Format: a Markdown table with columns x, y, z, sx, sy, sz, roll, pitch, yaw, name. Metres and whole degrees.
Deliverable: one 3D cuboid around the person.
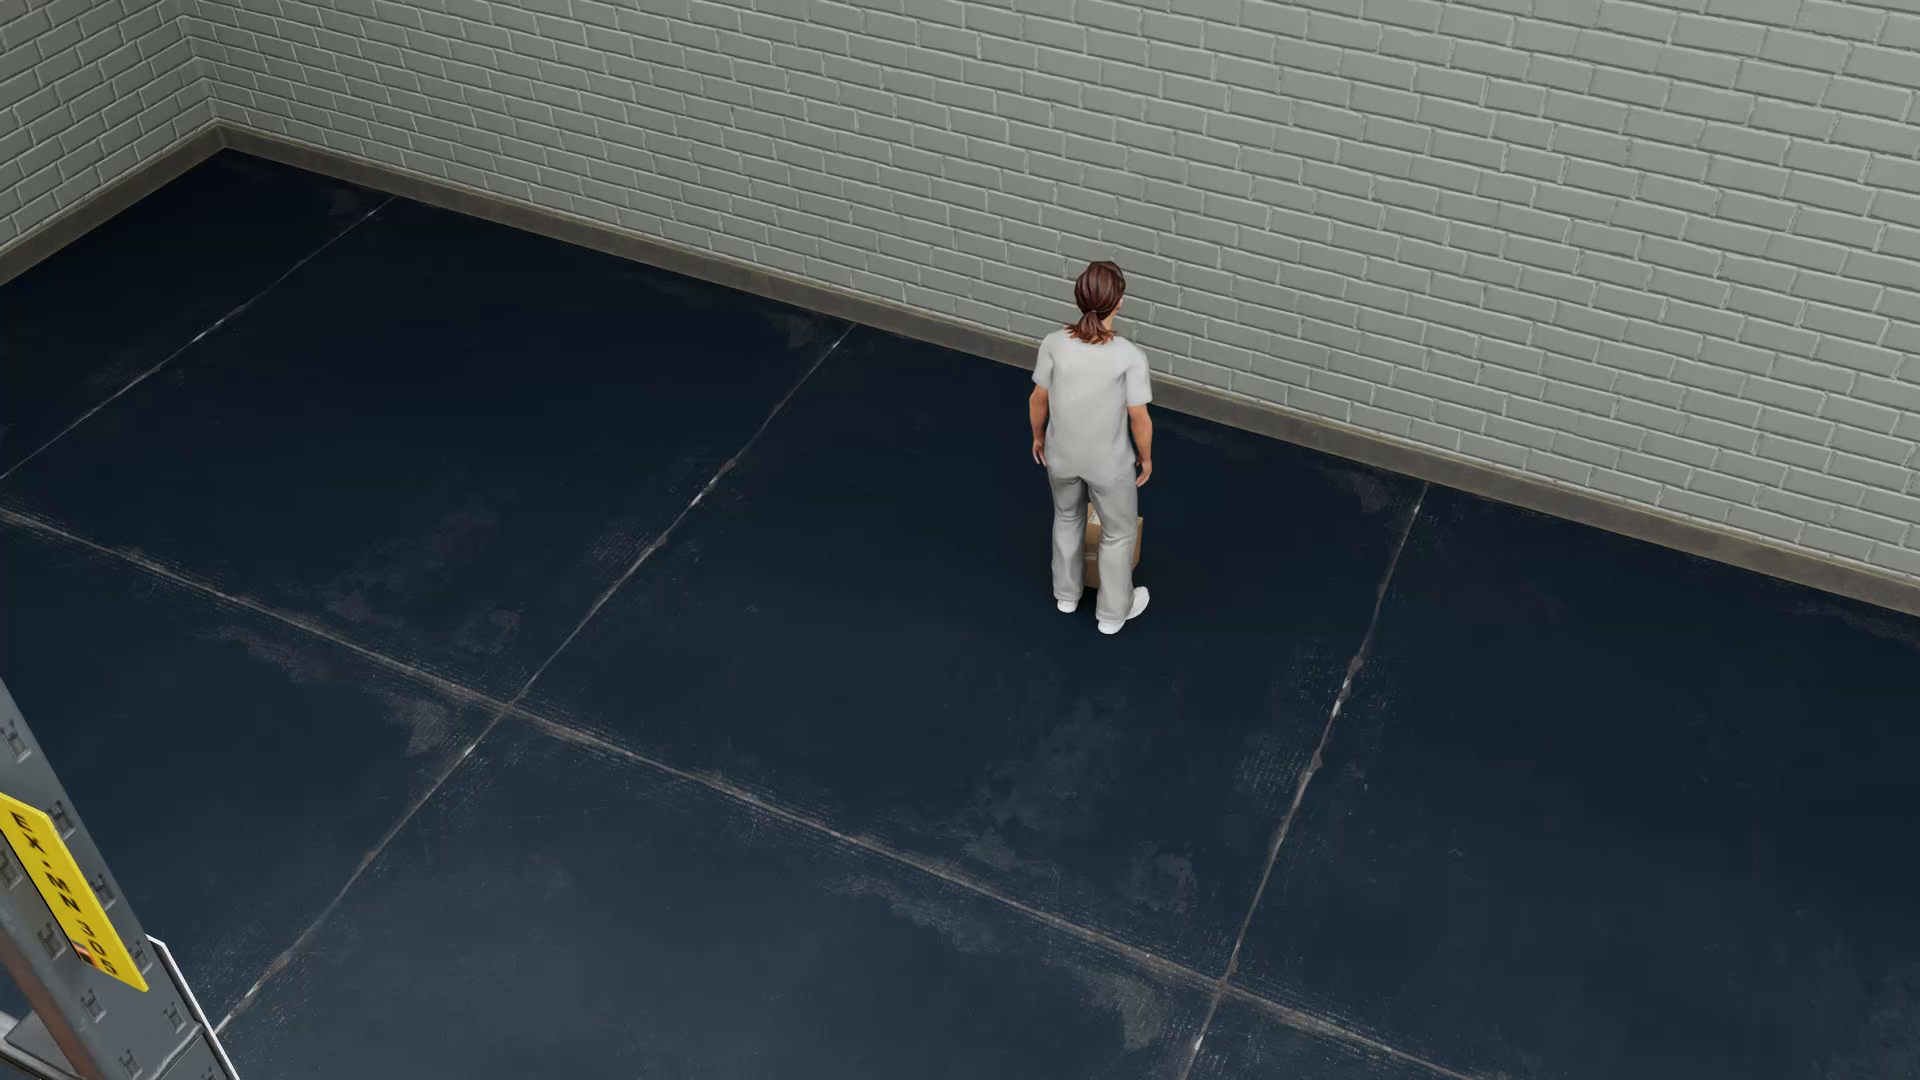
| x | y | z | sx | sy | sz | roll | pitch | yaw | name |
| --- | --- | --- | --- | --- | --- | --- | --- | --- | --- |
| 0.532 | -0.353 | 6.552 | 0.514 | 1.671 | 0.415 | 15 | 44 | 16 | person |
